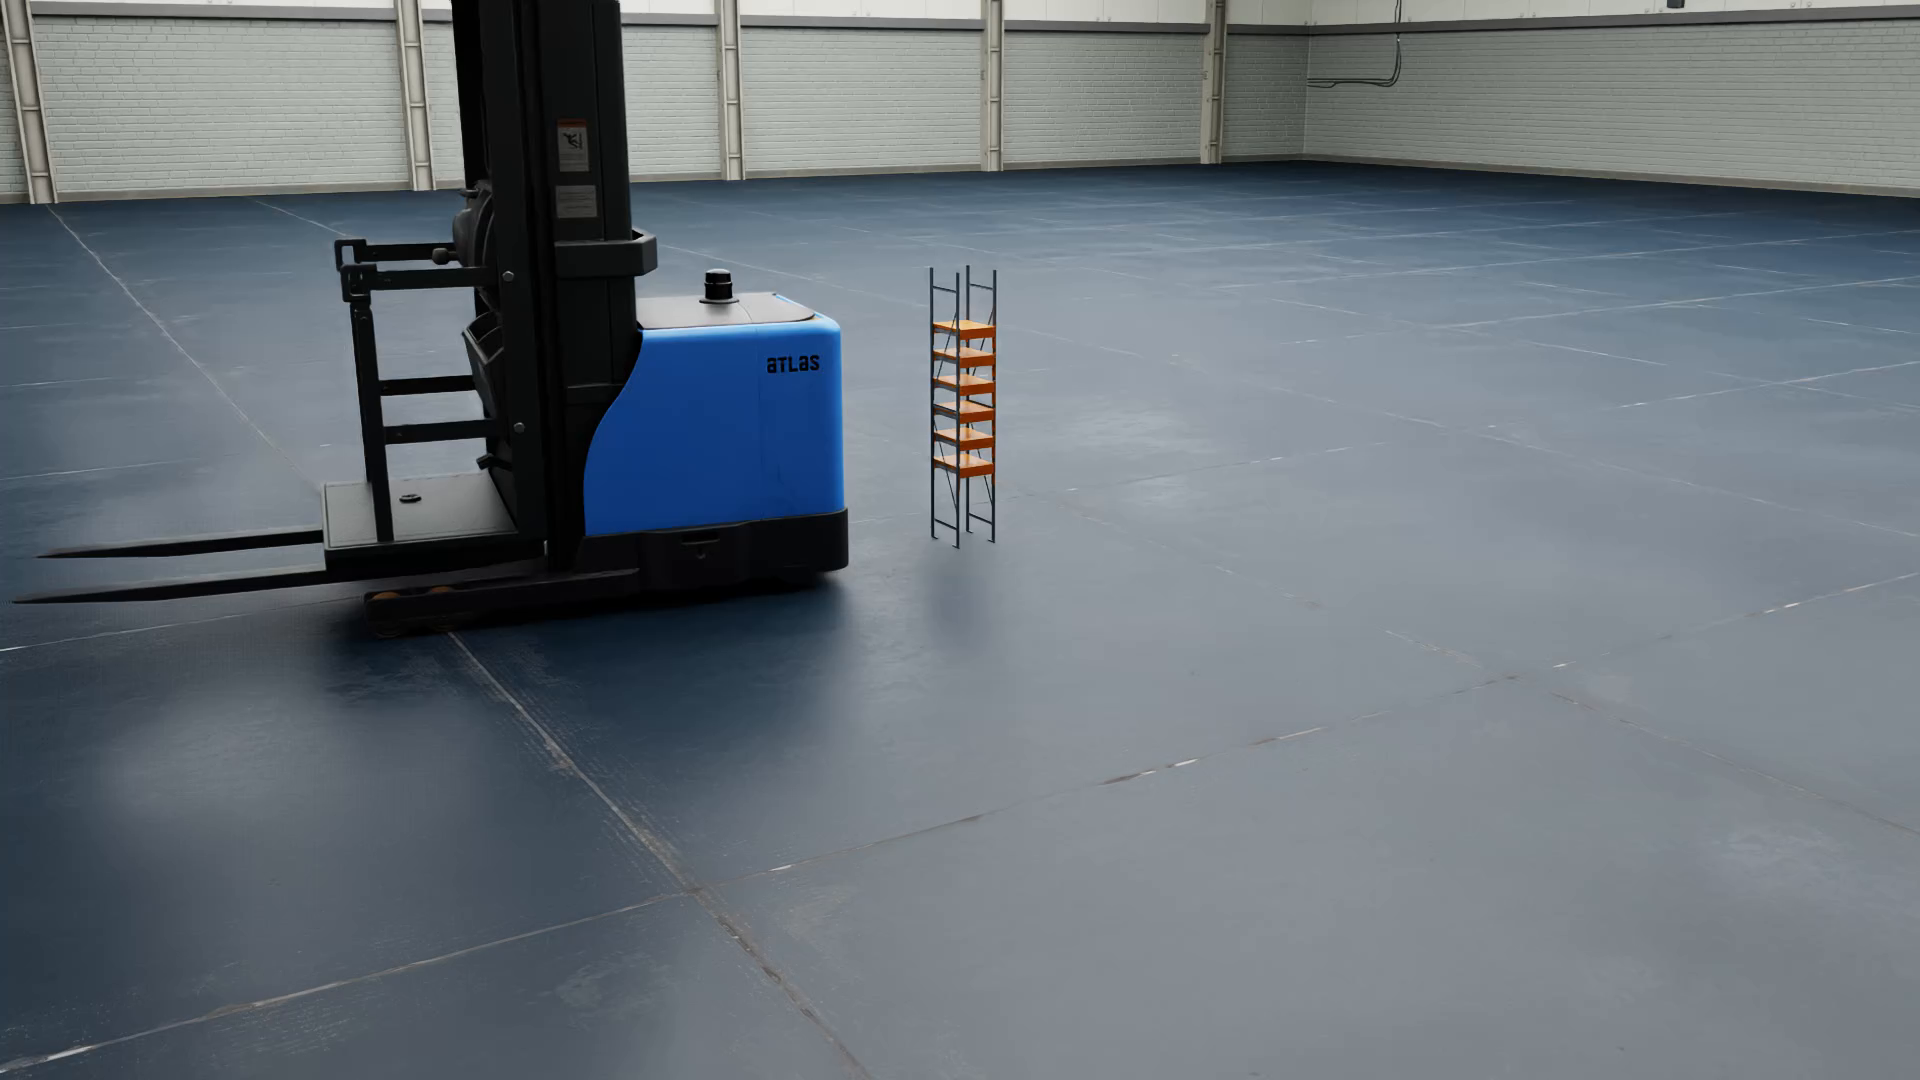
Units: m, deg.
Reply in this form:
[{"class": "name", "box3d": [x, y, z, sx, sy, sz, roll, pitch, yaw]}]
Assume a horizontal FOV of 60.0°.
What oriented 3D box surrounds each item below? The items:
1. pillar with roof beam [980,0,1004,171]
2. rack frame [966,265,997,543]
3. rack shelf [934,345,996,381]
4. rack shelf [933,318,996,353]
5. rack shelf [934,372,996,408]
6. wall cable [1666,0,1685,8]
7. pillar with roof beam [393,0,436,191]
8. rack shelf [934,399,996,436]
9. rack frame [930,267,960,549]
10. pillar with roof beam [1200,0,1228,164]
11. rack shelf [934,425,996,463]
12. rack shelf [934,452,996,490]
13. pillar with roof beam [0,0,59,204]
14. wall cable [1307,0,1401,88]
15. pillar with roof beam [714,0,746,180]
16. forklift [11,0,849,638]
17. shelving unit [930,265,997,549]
[{"class": "pillar with roof beam", "box3d": [2.899, -11.266, 30.928, 0.400, 9.000, 9.100, -9, 18, -30]}, {"class": "rack frame", "box3d": [0.091, -0.592, 7.300, 0.006, 1.200, 0.240, -9, 18, -30]}, {"class": "rack shelf", "box3d": [0.012, -0.768, 7.202, 0.180, 0.103, 0.258, -9, 18, -30]}, {"class": "rack shelf", "box3d": [0.012, -0.884, 7.170, 0.180, 0.103, 0.258, -9, 18, -30]}, {"class": "rack shelf", "box3d": [0.012, -0.653, 7.235, 0.180, 0.103, 0.258, -9, 18, -30]}, {"class": "wall cable", "box3d": [13.907, -12.639, 29.524, 0.169, 6.003, 2.305, -9, 18, -30]}, {"class": "pillar with roof beam", "box3d": [-7.387, -9.598, 24.978, 0.400, 9.000, 9.100, -9, 18, -30]}, {"class": "rack shelf", "box3d": [0.012, -0.537, 7.267, 0.180, 0.103, 0.258, -9, 18, -30]}, {"class": "rack frame", "box3d": [-0.066, -0.567, 7.210, 0.006, 1.200, 0.240, -9, 18, -30]}, {"class": "pillar with roof beam", "box3d": [8.042, -12.100, 33.904, 0.400, 9.000, 9.100, -9, 18, -30]}, {"class": "rack shelf", "box3d": [0.012, -0.421, 7.299, 0.180, 0.103, 0.258, -9, 18, -30]}, {"class": "rack shelf", "box3d": [0.012, -0.306, 7.332, 0.180, 0.103, 0.258, -9, 18, -30]}, {"class": "pillar with roof beam", "box3d": [-12.531, -8.764, 22.002, 0.400, 9.000, 9.100, -9, 18, -30]}, {"class": "wall cable", "box3d": [9.031, -11.705, 38.245, 0.112, 2.526, 3.097, -9, 18, -30]}, {"class": "pillar with roof beam", "box3d": [-2.244, -10.432, 27.953, 0.400, 9.000, 9.100, -9, 18, -30]}, {"class": "forklift", "box3d": [-2.025, -1.212, 6.304, 3.031, 2.935, 1.130, -6, 17, -20]}, {"class": "shelving unit", "box3d": [0.012, -0.580, 7.255, 0.189, 1.200, 0.258, -9, 18, -30]}]
